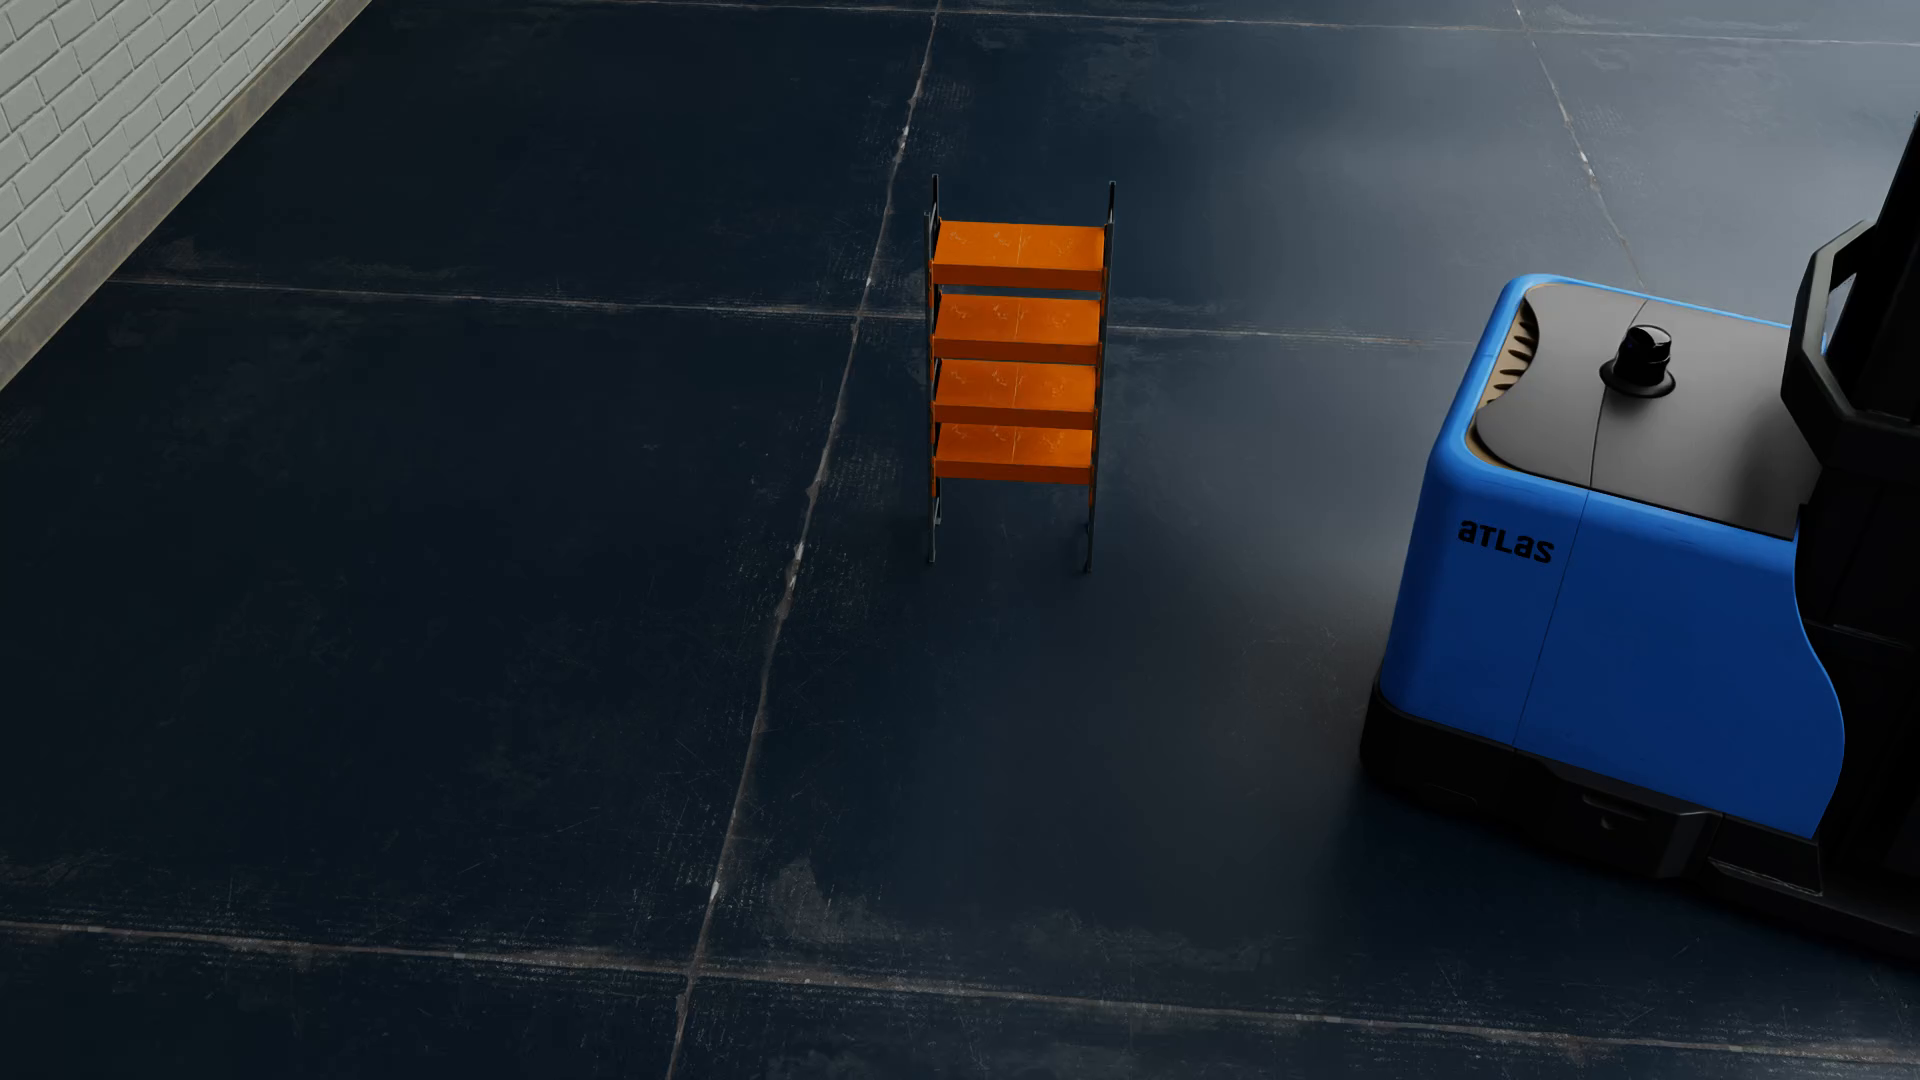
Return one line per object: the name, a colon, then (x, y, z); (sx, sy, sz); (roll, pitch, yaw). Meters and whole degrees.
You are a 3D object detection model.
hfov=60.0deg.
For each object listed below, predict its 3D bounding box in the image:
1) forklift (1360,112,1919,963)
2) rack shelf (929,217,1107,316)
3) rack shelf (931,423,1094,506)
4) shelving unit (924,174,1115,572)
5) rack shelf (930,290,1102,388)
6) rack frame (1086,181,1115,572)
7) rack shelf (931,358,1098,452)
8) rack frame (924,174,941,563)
forklift: (2.623, -0.360, 3.371); (3.031, 2.935, 1.130); (17, 42, 20)
rack shelf: (0.165, -0.761, 4.612); (0.480, 0.148, 0.258); (3, 39, 4)
rack shelf: (0.165, -0.250, 5.028); (0.480, 0.148, 0.258); (3, 39, 4)
shelving unit: (0.165, -0.456, 4.860); (0.503, 1.200, 0.258); (3, 39, 4)
rack shelf: (0.165, -0.578, 4.761); (0.480, 0.148, 0.258); (3, 39, 4)
rack frame: (0.408, -0.443, 4.844); (0.015, 1.200, 0.240); (3, 39, 4)
rack shelf: (0.165, -0.404, 4.903); (0.480, 0.148, 0.258); (3, 39, 4)
rack frame: (-0.078, -0.470, 4.876); (0.015, 1.200, 0.240); (3, 39, 4)
